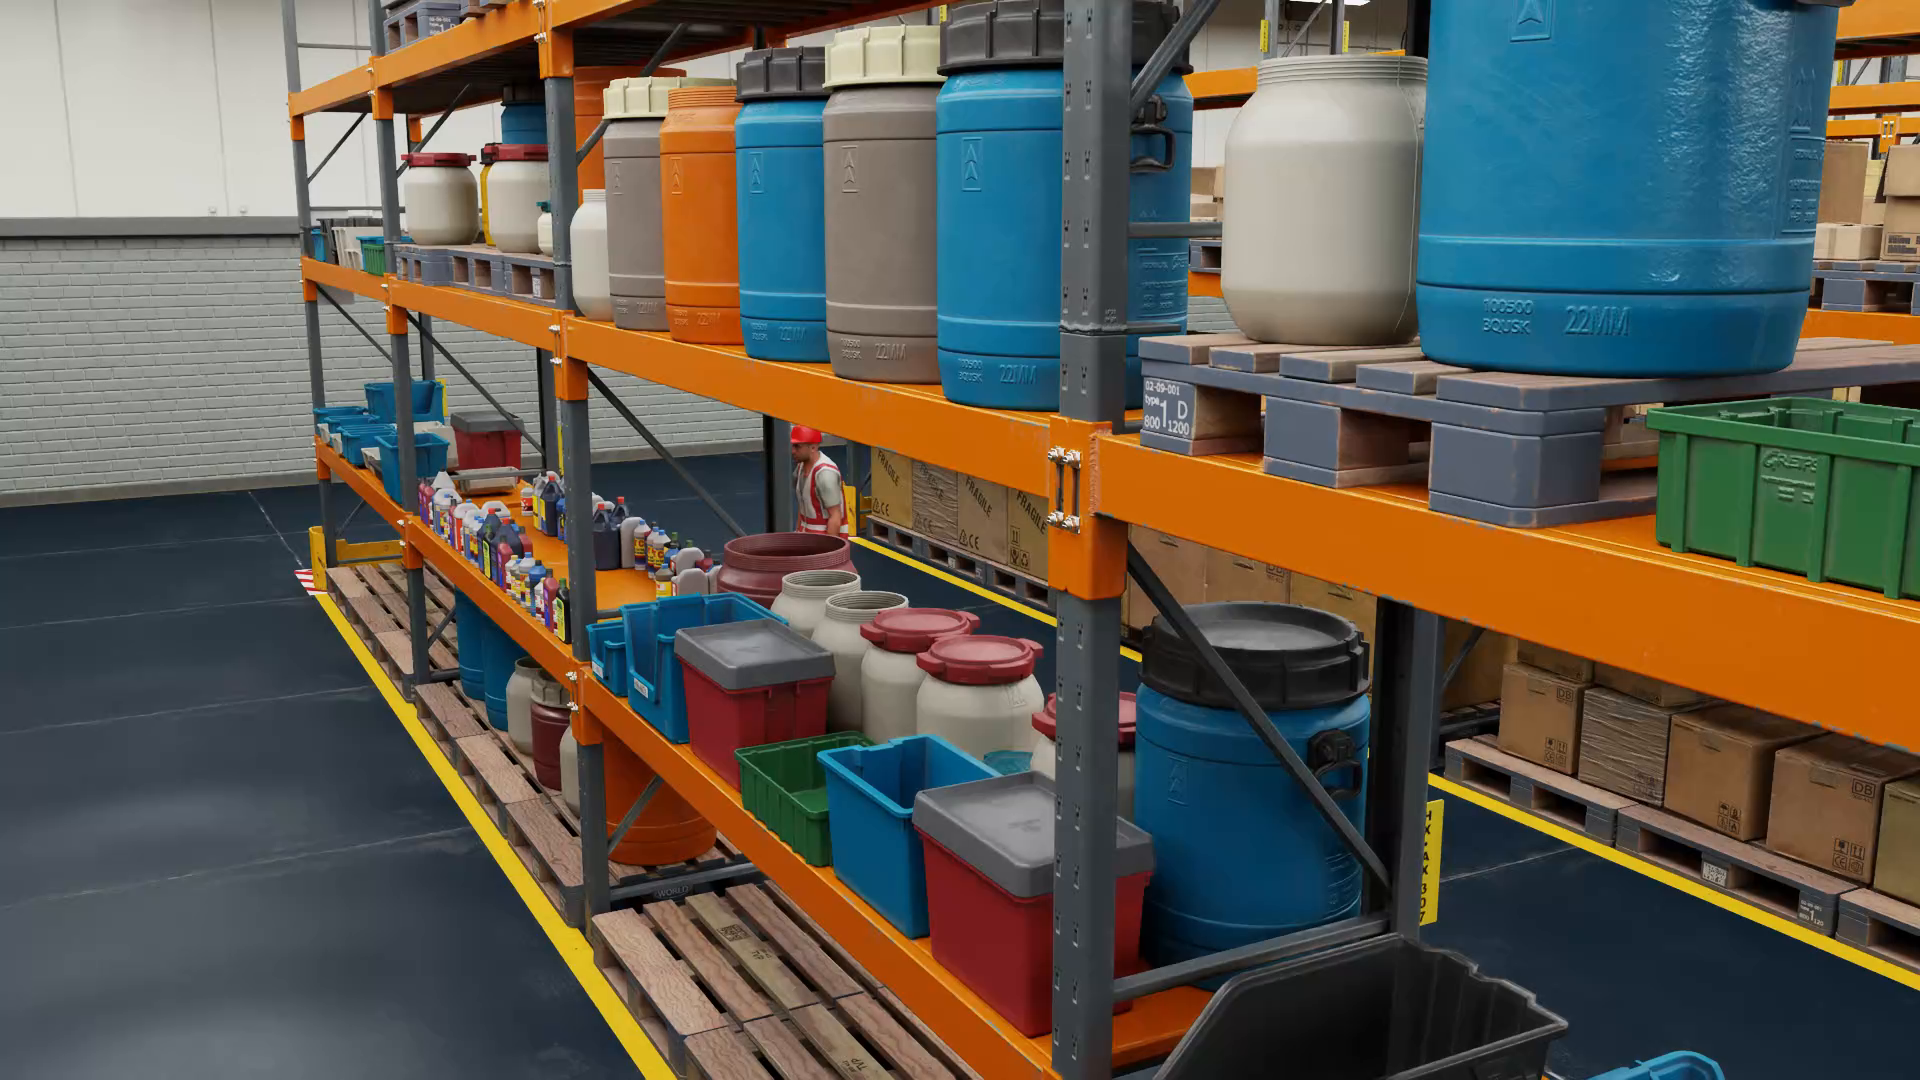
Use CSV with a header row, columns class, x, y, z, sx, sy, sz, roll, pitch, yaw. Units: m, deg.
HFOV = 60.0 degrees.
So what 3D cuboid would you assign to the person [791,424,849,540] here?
class,x,y,z,sx,sy,sz,roll,pitch,yaw
person,-1.025,0.046,11.683,0.448,1.780,0.608,-6,13,-28
